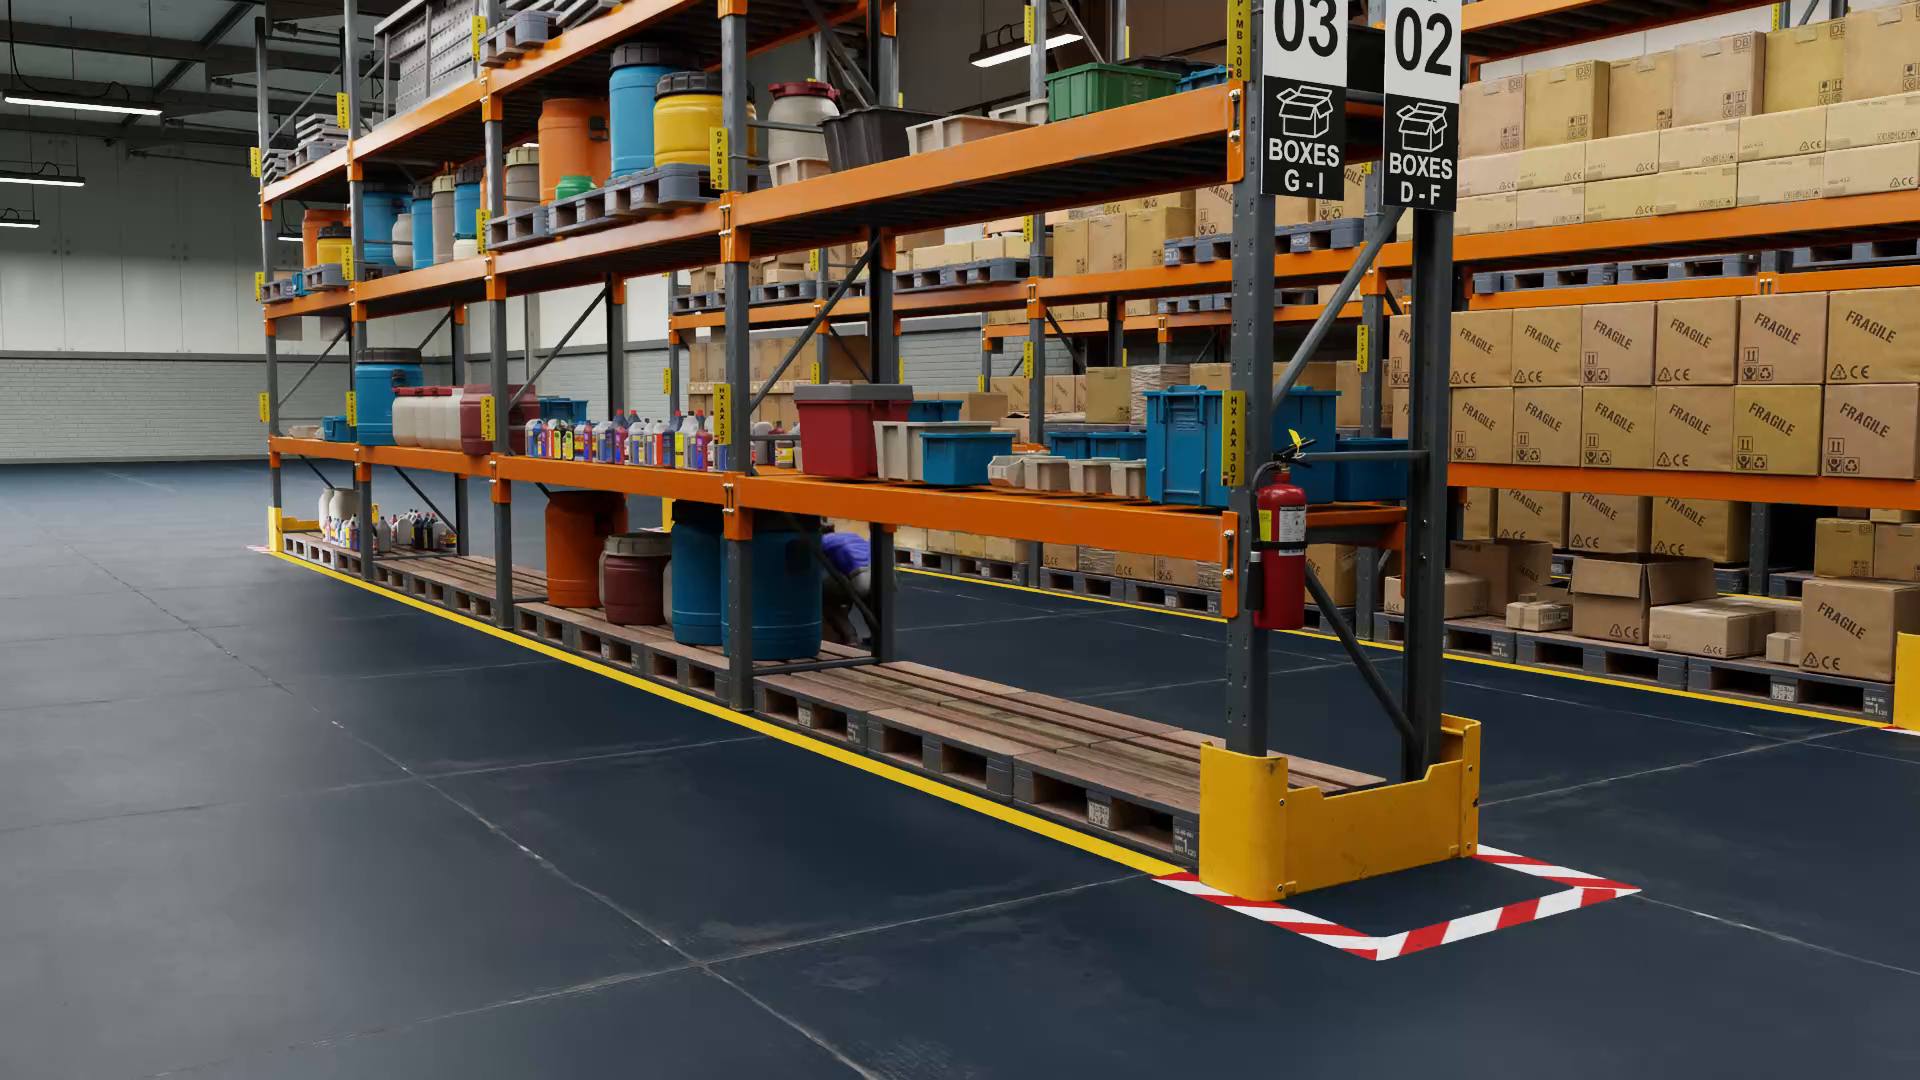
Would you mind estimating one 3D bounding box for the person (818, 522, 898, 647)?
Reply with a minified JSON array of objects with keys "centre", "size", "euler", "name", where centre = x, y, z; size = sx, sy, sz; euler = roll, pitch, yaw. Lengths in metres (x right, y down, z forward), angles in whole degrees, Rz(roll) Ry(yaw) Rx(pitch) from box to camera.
[{"centre":[-0.786,0.314,11.696],"size":[0.481,0.861,0.814],"euler":[-3,6,-34],"name":"person"}]
